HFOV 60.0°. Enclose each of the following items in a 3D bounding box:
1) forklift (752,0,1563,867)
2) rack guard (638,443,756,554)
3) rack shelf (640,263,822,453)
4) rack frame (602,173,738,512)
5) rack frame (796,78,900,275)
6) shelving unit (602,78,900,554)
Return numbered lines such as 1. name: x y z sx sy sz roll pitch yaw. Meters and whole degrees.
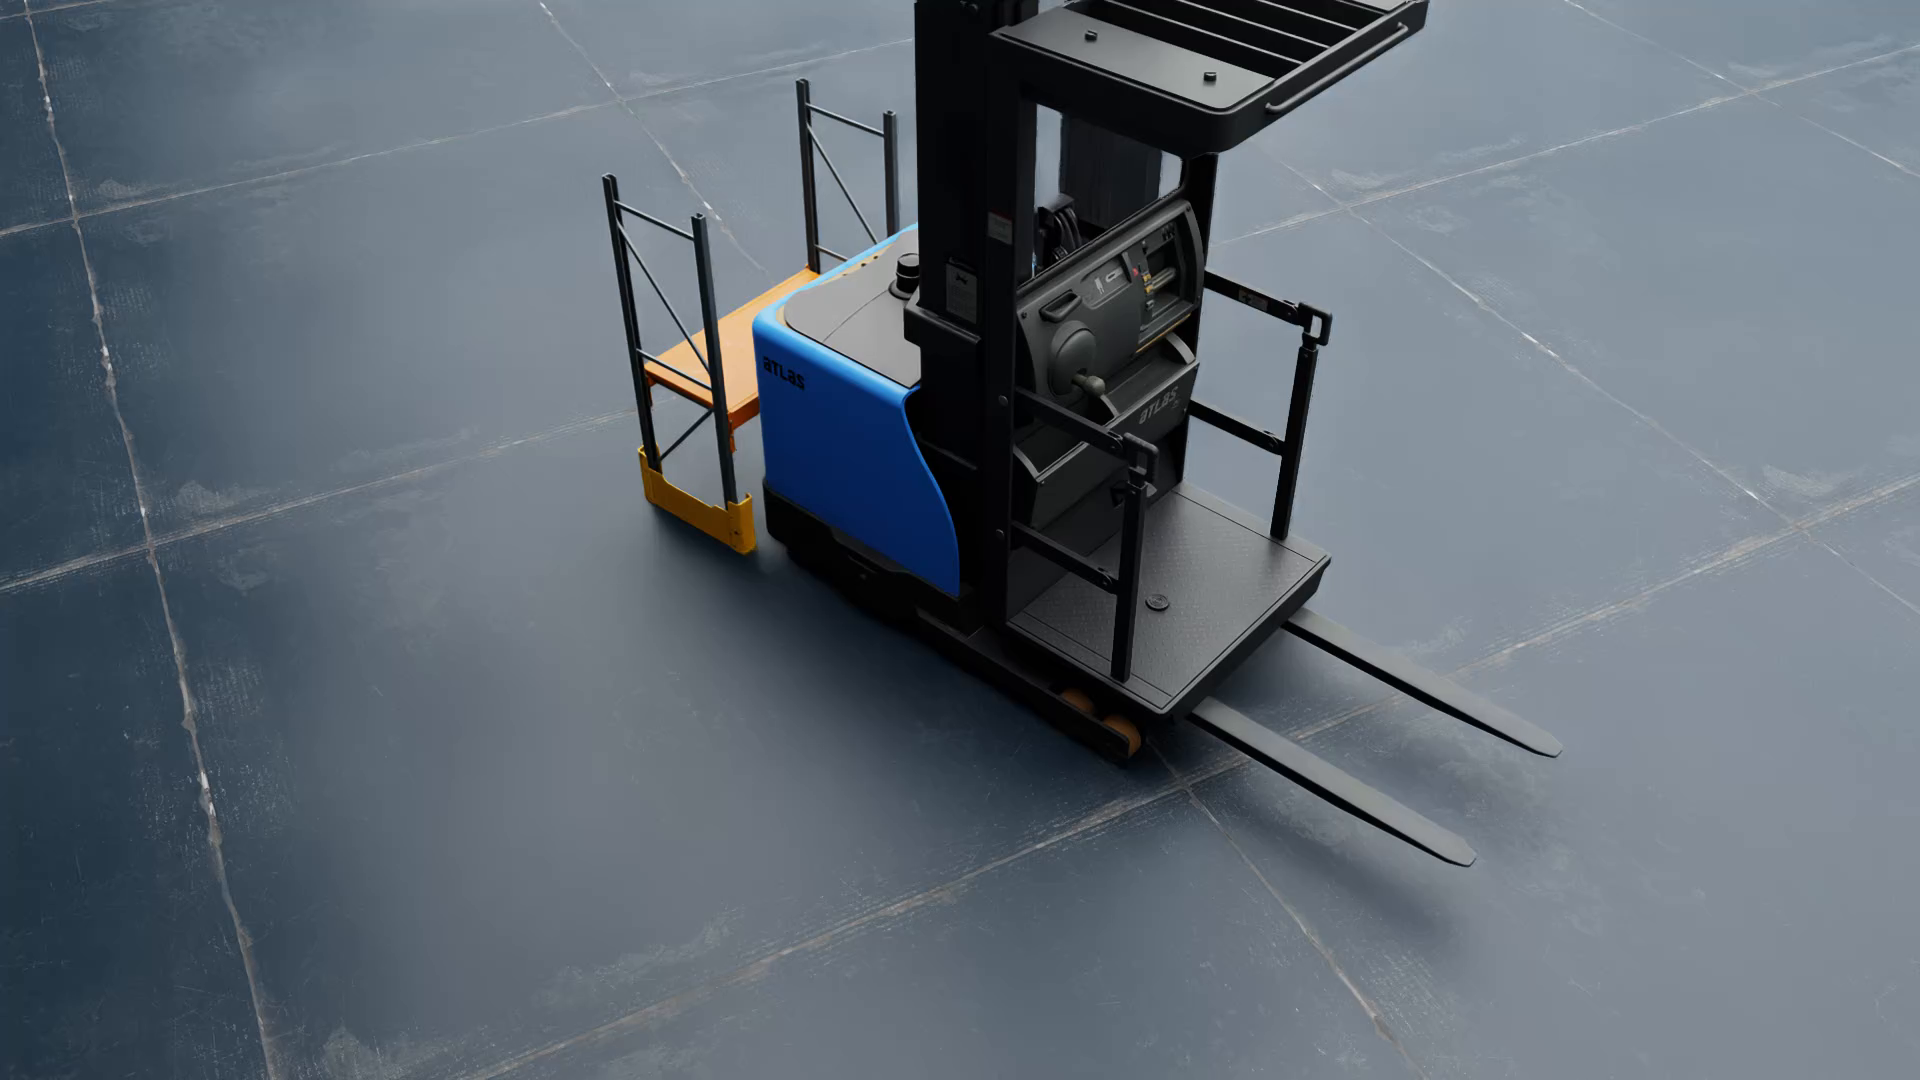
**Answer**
1. forklift: 0.665 -0.730 5.344 3.031 2.935 1.130 29 48 30
2. rack guard: -1.071 -0.175 6.763 0.587 0.250 0.087 27 47 29
3. rack shelf: -0.764 -0.760 6.766 0.538 0.185 1.000 27 47 29
4. rack frame: -1.083 -0.642 6.347 0.500 1.500 0.032 27 47 29
5. rack frame: -0.446 -1.154 6.952 0.500 1.500 0.032 27 47 29
6. shelving unit: -0.759 -0.902 6.655 0.587 1.500 1.083 27 47 29
